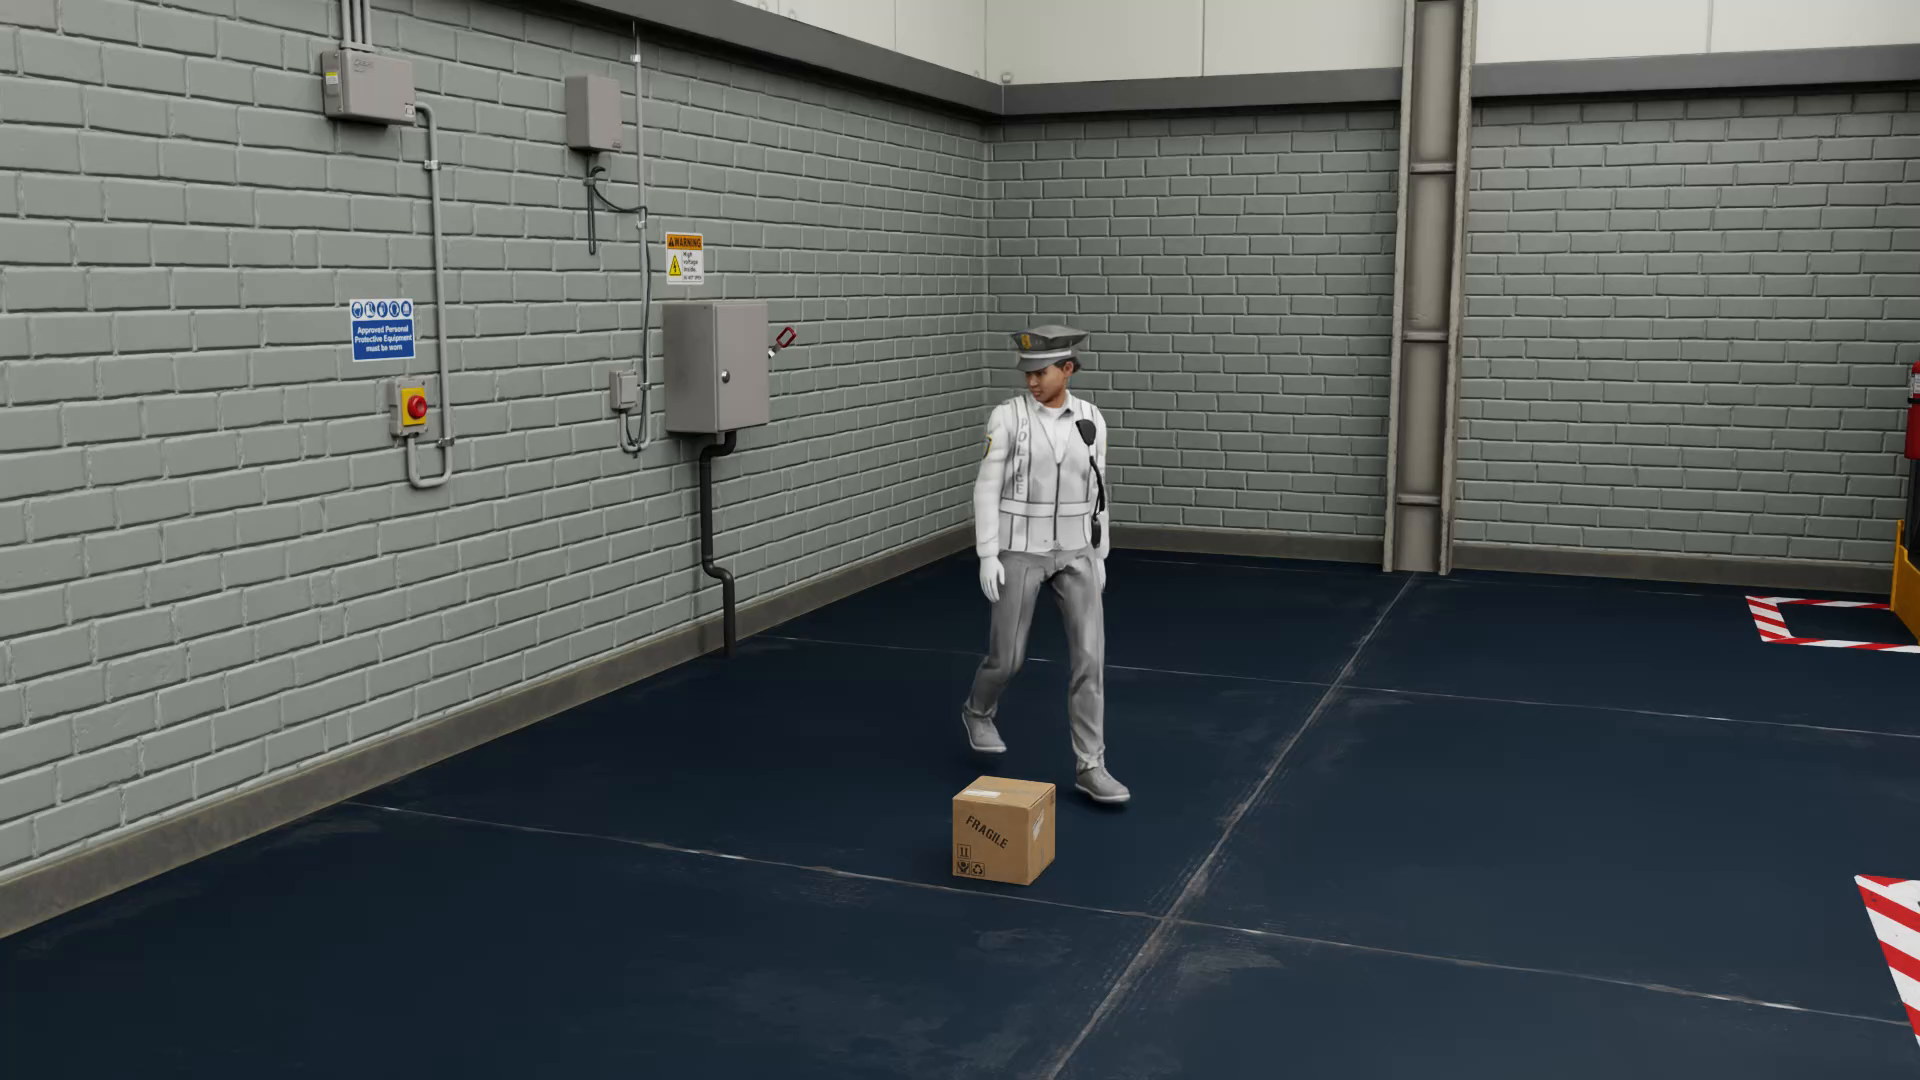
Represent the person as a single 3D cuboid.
[{"bbox_3d":[0.300,0.064,5.906,0.514,1.626,0.798,-2,9,-15],"label":"person"}]
